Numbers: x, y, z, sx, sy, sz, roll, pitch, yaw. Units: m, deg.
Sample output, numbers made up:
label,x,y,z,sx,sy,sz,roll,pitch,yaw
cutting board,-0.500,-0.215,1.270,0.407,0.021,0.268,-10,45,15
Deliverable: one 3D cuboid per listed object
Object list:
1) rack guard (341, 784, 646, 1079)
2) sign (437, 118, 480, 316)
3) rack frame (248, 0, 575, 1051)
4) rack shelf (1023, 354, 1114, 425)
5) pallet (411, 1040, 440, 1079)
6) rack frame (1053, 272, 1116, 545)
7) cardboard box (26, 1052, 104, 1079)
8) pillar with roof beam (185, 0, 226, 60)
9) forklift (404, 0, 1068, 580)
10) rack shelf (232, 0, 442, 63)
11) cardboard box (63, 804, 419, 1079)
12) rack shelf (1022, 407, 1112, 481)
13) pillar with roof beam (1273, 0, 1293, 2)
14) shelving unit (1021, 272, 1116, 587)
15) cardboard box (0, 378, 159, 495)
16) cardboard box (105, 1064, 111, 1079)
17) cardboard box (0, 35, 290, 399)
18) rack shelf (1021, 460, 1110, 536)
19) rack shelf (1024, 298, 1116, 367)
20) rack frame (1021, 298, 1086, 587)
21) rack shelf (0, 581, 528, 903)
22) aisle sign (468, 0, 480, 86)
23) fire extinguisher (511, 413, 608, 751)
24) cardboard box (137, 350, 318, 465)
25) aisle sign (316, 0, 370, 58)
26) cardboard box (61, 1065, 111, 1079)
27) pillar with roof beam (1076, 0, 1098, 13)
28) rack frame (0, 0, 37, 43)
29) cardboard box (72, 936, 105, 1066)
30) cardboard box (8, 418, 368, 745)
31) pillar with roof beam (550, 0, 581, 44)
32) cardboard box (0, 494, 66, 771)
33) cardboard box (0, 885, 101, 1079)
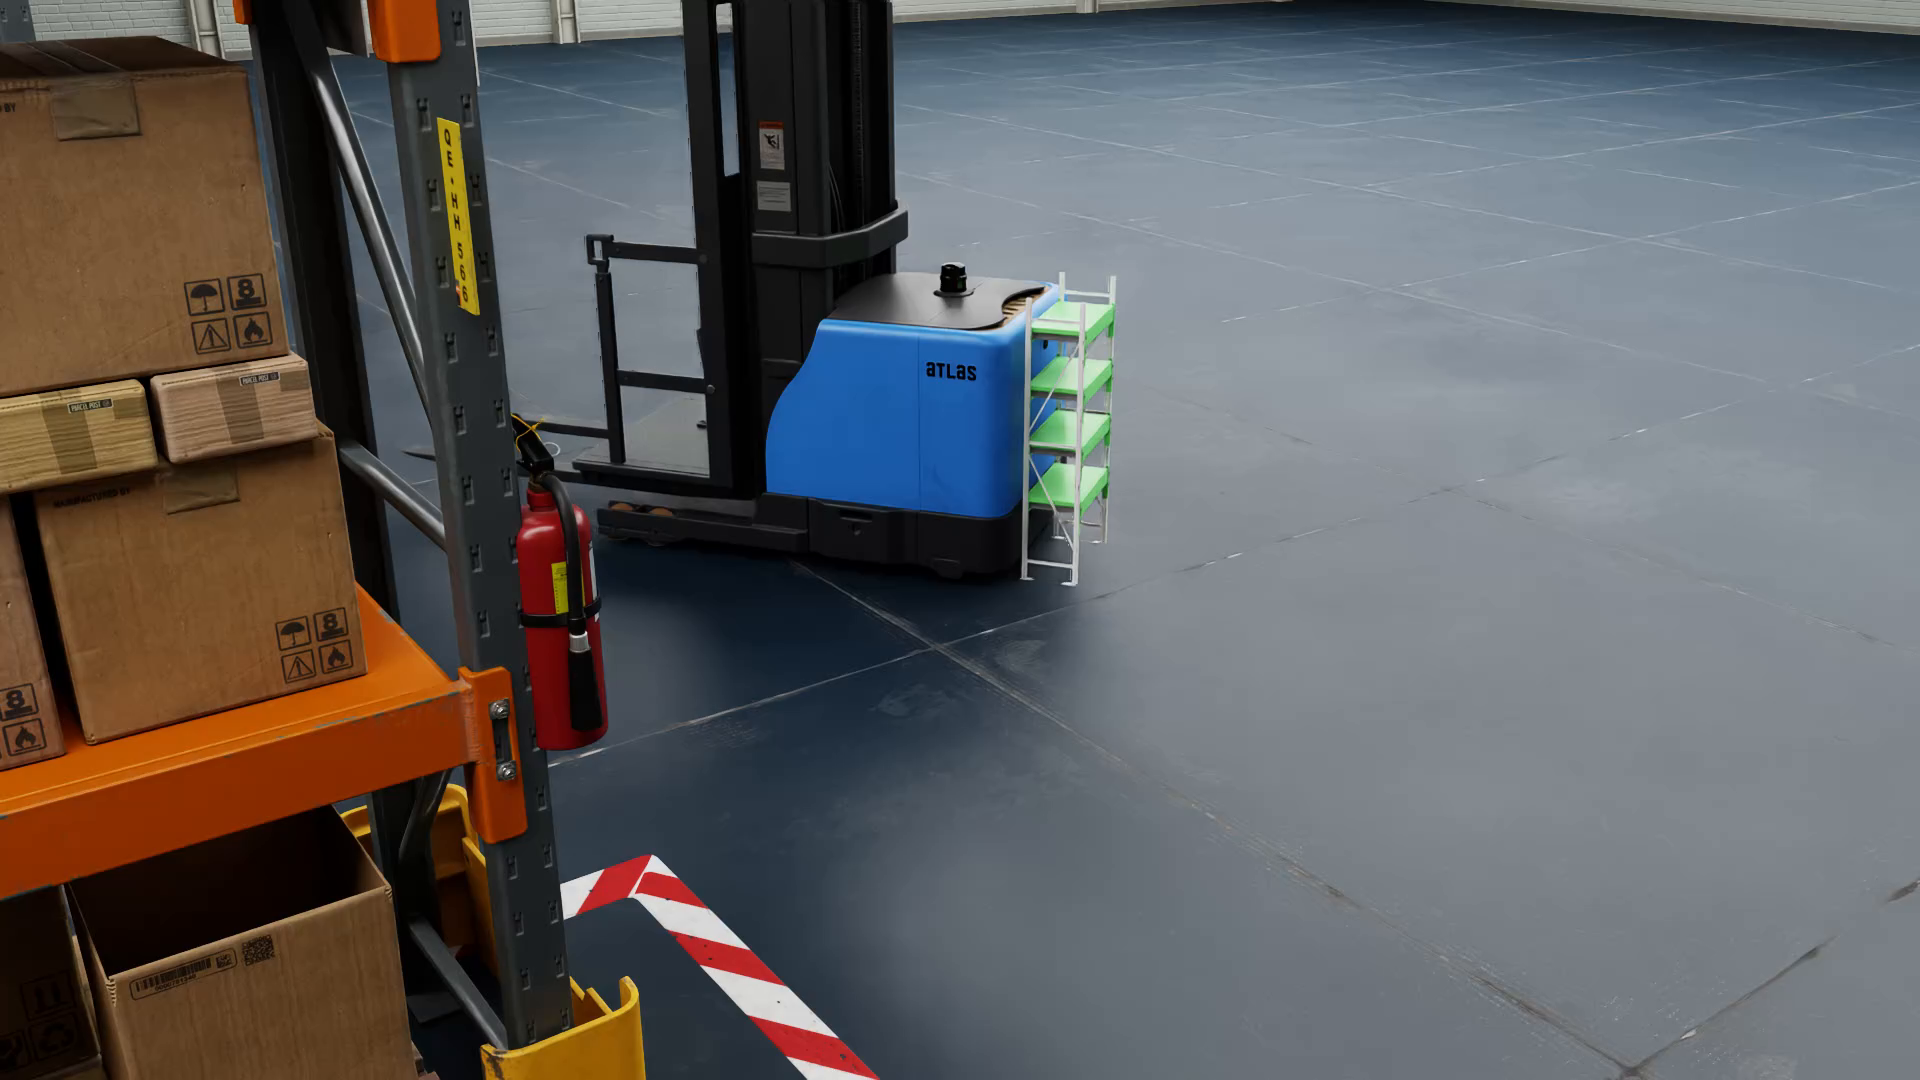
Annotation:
label,x,y,z,sx,sy,sz,roll,pitch,yaw
rack guard,-1.148,1.084,4.005,0.348,0.500,1.175,-15,26,-33
sign,-0.862,-0.553,2.854,0.005,0.325,0.100,-15,26,-33
rack frame,-1.167,-0.072,3.529,0.127,3.000,1.000,-15,26,-33
rack shelf,0.453,-0.630,6.879,0.258,0.148,0.480,7,23,17
pallet,-1.764,1.401,3.599,1.213,0.211,1.003,-15,26,-33
rack frame,0.531,-0.552,7.159,0.240,1.200,0.015,7,23,17
cardboard box,-2.136,1.169,3.564,0.500,0.250,0.500,-15,26,-33
pillar with roof beam,-9.346,-10.437,21.410,0.400,9.000,9.100,-15,26,-33
forklift,-1.086,-1.508,7.221,3.031,2.935,1.130,7,23,17
rack shelf,-2.791,-0.698,2.022,4.000,0.370,1.077,-15,26,-33
cardboard box,-1.429,0.868,3.307,0.500,0.500,0.500,-15,26,-33
rack shelf,0.453,-0.407,6.968,0.258,0.148,0.480,7,23,17
pillar with roof beam,10.136,-15.632,34.429,0.400,9.000,9.100,-15,26,-33
shelving unit,0.453,-0.466,6.944,0.258,1.200,0.503,7,23,17
cardboard box,-1.578,-0.222,2.896,0.250,0.149,0.380,-14,26,-32
cardboard box,-1.430,1.215,3.447,0.500,0.250,0.500,-15,26,-33
cardboard box,-1.597,-0.612,2.998,0.500,0.500,0.700,-15,26,-33
rack shelf,0.452,-0.184,7.057,0.258,0.148,0.480,7,23,17
rack shelf,0.454,-0.852,6.790,0.258,0.148,0.480,7,23,17
rack frame,0.375,-0.380,6.730,0.240,1.200,0.015,7,23,17
rack shelf,-2.791,0.695,2.577,4.000,0.370,1.077,-15,26,-33
aisle sign,-0.942,-1.205,2.861,0.004,0.787,0.394,-15,26,-33
fire extinguisher,-0.800,0.078,3.257,0.183,0.674,0.296,-15,26,-33
cardboard box,-1.366,-0.279,3.039,0.250,0.149,0.380,-15,26,-34
aisle sign,-1.293,-1.386,3.314,0.004,0.787,0.394,-15,26,-33
cardboard box,-1.829,1.327,3.167,0.500,0.250,0.500,-15,26,-33
pillar with roof beam,5.265,-14.333,31.174,0.400,9.000,9.100,-15,26,-33
rack frame,-4.057,-1.563,7.265,0.127,3.000,1.000,-15,26,-33
cardboard box,-1.733,1.059,3.838,0.500,0.250,0.500,-15,26,-33
cardboard box,-1.554,-0.021,3.267,0.500,0.500,0.700,-15,26,-33
pillar with roof beam,-4.476,-11.736,24.665,0.400,9.000,9.100,-15,26,-33
cardboard box,-1.977,0.094,2.978,0.500,0.500,0.700,-14,26,-31
cardboard box,-2.137,0.820,3.426,0.500,0.500,0.500,-15,26,-33
